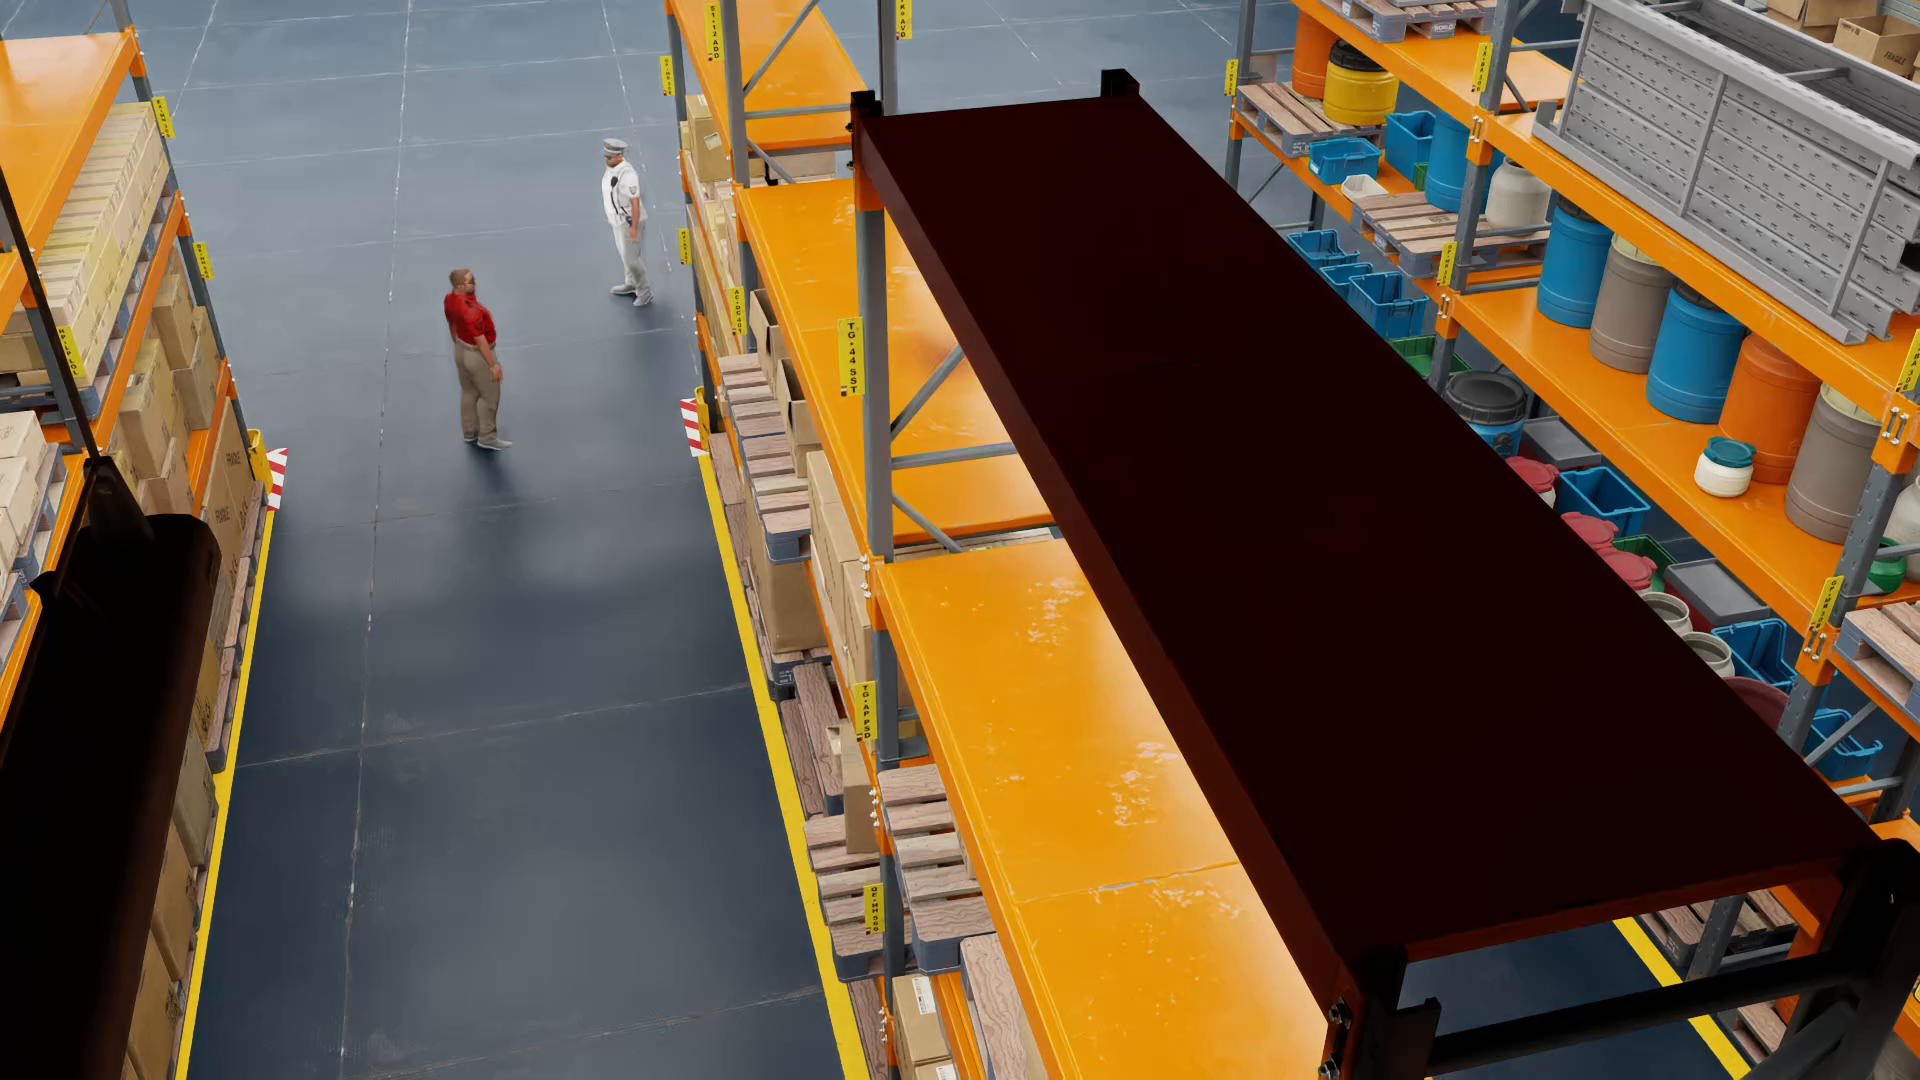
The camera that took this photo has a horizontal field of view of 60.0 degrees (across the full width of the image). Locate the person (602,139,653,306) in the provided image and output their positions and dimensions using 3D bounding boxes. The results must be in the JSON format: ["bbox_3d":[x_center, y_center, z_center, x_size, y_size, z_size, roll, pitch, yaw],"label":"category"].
[{"bbox_3d":[-3.507,-3.330,17.481,0.401,1.852,0.640,-18,38,-24],"label":"person"}]

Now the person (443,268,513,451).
[{"bbox_3d":[-4.369,-1.635,14.977,0.674,1.768,0.407,28,43,35],"label":"person"}]
